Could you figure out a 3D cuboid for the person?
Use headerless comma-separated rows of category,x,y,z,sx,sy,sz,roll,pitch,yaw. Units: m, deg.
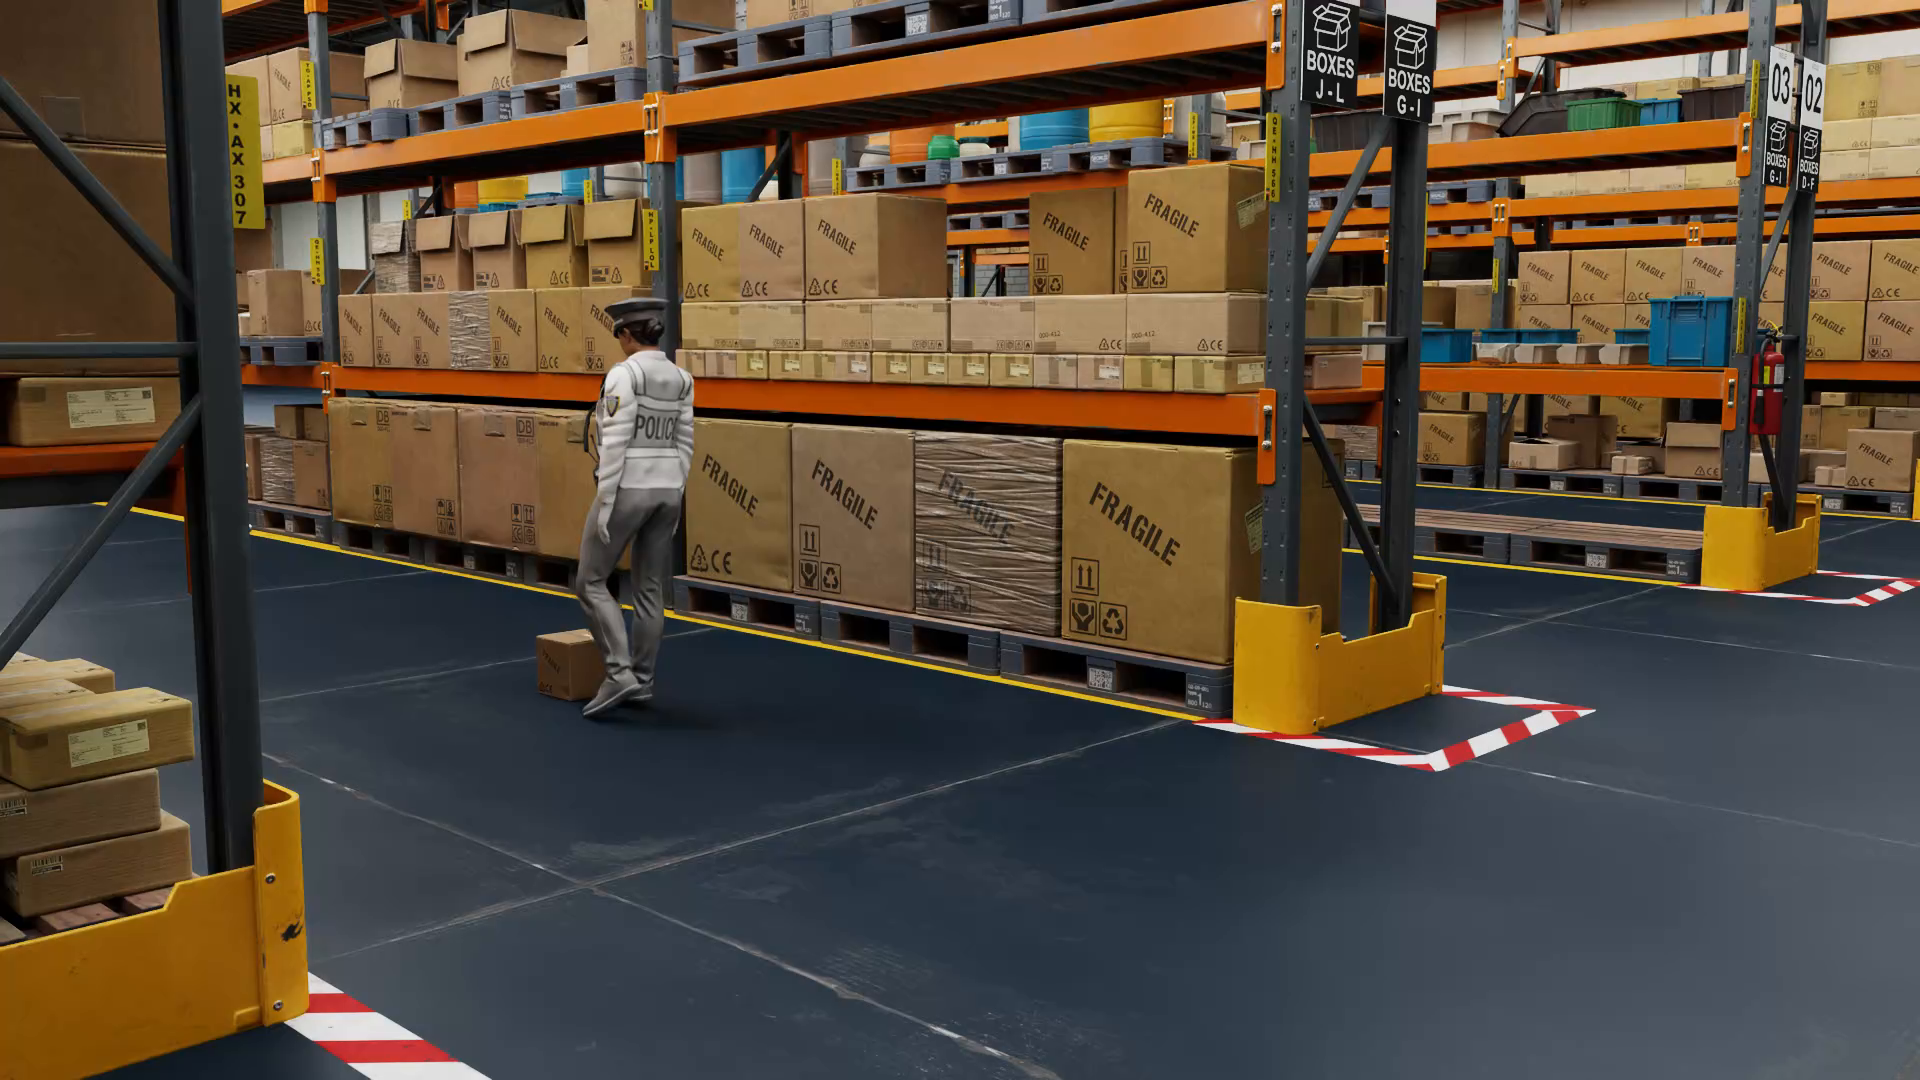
person,-1.354,-0.138,6.767,0.450,1.688,0.529,5,9,35
